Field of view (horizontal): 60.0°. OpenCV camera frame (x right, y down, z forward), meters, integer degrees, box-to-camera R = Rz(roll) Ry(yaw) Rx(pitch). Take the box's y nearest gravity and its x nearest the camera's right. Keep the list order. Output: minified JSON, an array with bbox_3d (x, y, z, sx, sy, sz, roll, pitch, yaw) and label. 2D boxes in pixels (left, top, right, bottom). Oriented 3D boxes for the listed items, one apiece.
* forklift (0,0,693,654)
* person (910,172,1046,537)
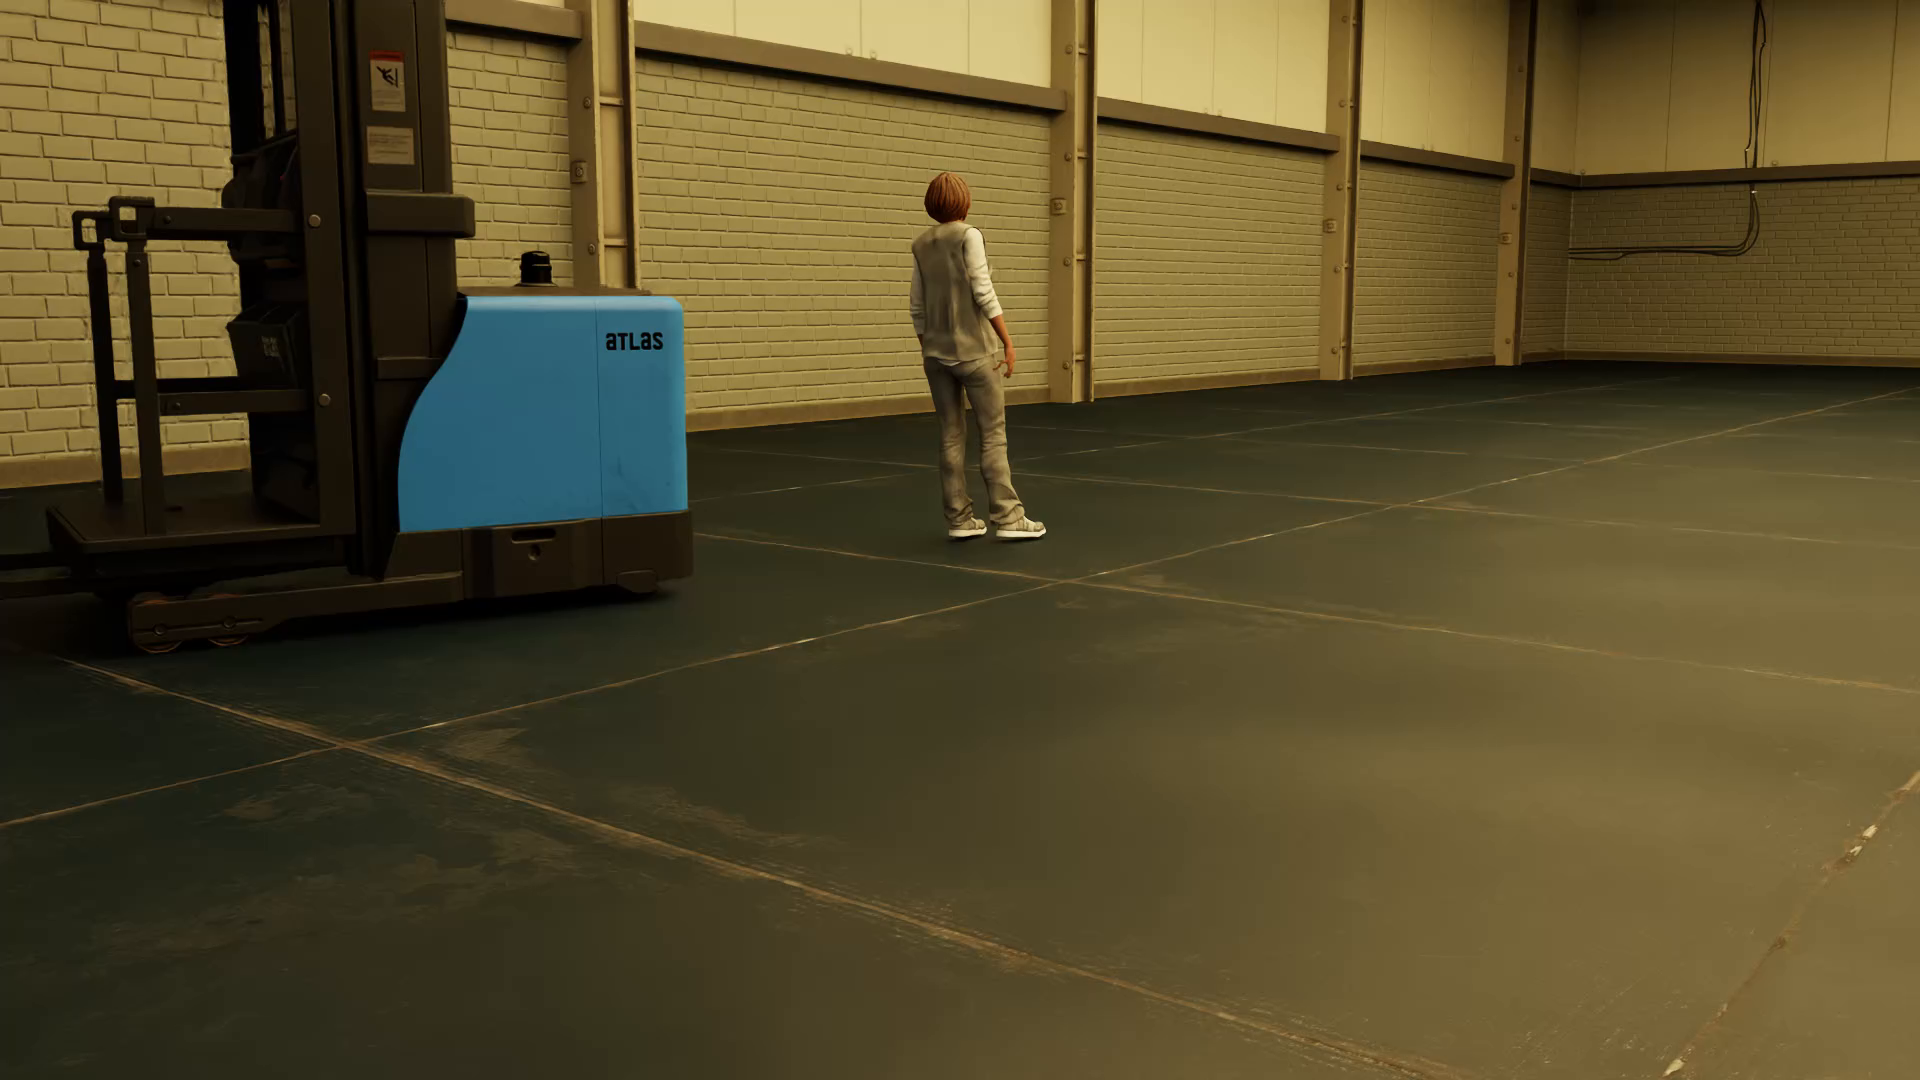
[{"bbox_3d":[-2.483,-1.192,5.426,3.031,2.935,1.130,-5,10,-33],"label":"forklift"},{"bbox_3d":[0.057,-0.804,7.336,0.521,1.596,0.475,7,11,38],"label":"person"}]
